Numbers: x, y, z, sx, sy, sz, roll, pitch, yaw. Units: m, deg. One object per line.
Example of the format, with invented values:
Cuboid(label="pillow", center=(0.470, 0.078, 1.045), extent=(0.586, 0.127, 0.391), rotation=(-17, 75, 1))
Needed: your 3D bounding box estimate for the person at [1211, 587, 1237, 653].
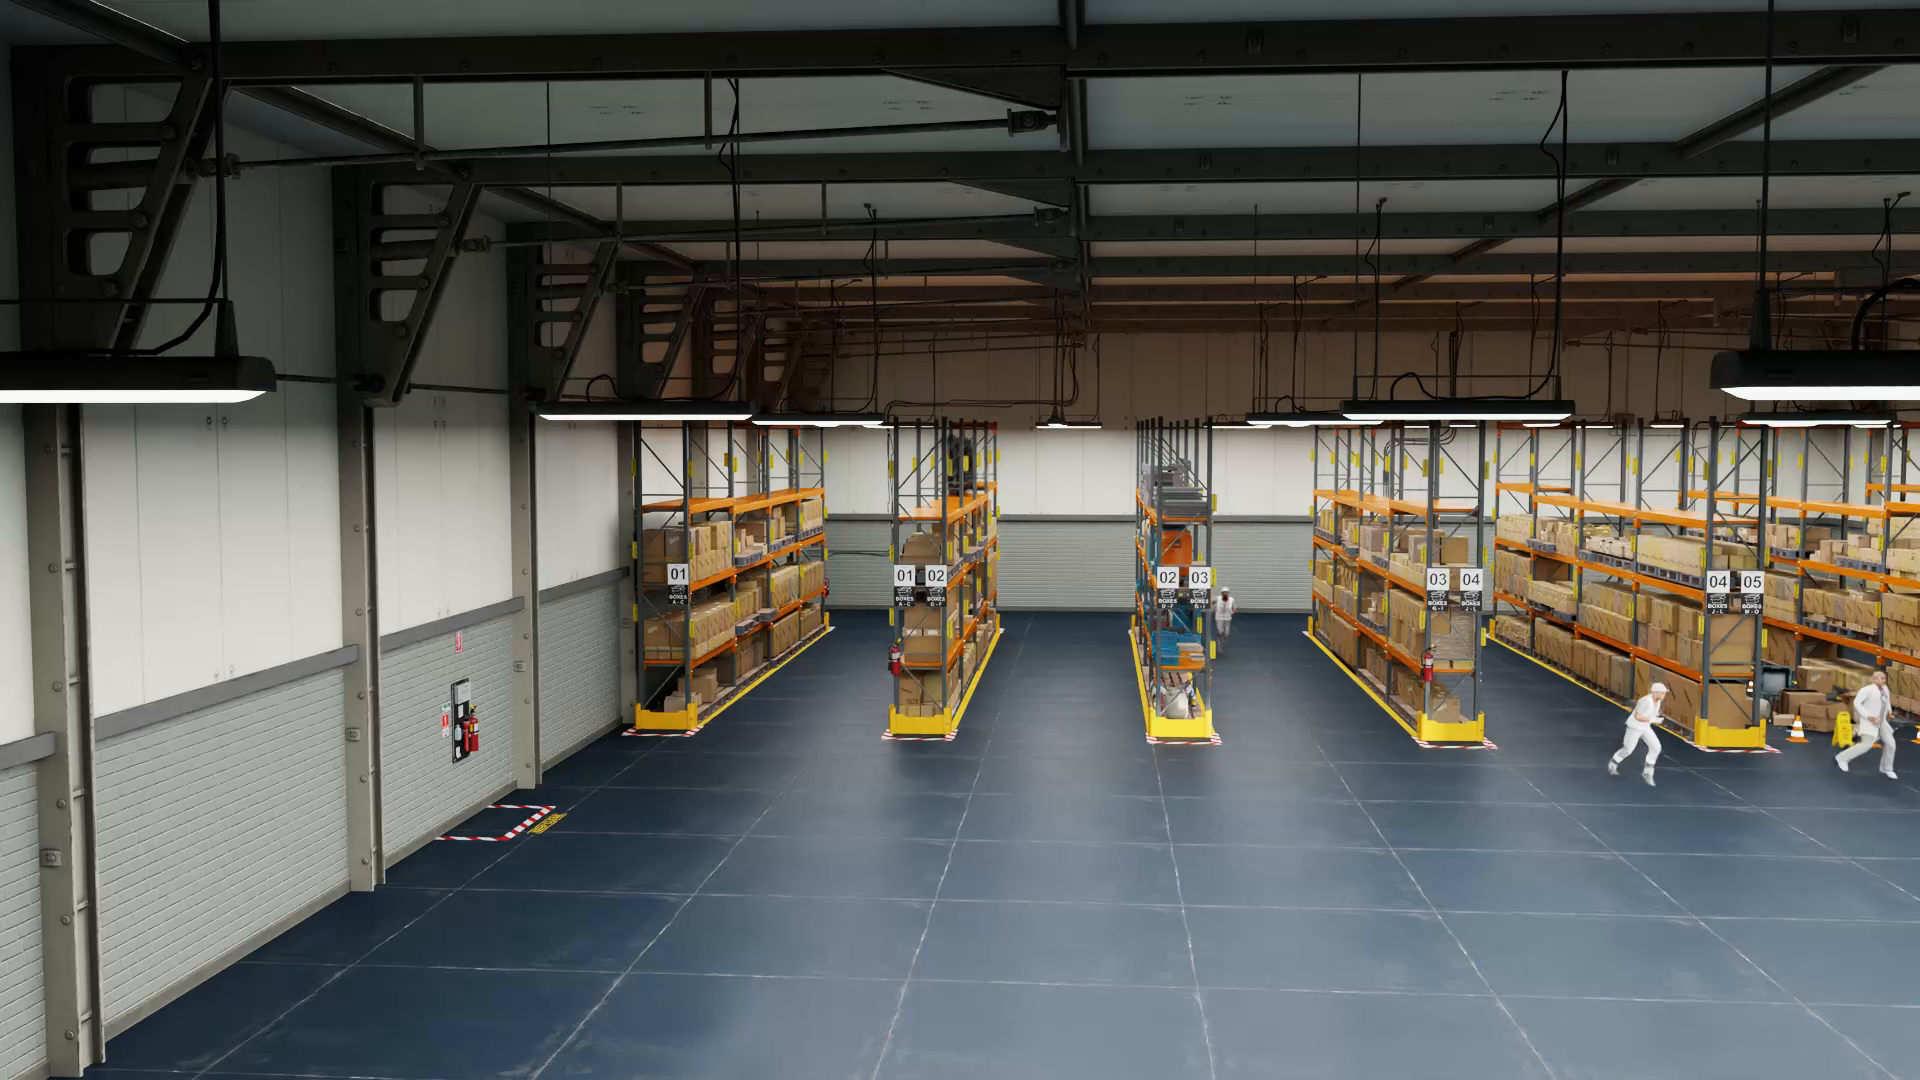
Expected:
Cuboid(label="person", center=(6.733, 2.063, 42.594), extent=(0.729, 1.724, 0.735), rotation=(0, 4, 1))

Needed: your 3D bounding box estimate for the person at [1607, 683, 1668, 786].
Cuboid(label="person", center=(11.067, 3.140, 27.138), extent=(0.707, 1.716, 1.023), rotation=(-3, 5, -37))

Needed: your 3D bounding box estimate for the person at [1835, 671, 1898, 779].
Cuboid(label="person", center=(15.172, 3.113, 27.681), extent=(0.922, 1.690, 0.791), rotation=(-2, 4, -25))
